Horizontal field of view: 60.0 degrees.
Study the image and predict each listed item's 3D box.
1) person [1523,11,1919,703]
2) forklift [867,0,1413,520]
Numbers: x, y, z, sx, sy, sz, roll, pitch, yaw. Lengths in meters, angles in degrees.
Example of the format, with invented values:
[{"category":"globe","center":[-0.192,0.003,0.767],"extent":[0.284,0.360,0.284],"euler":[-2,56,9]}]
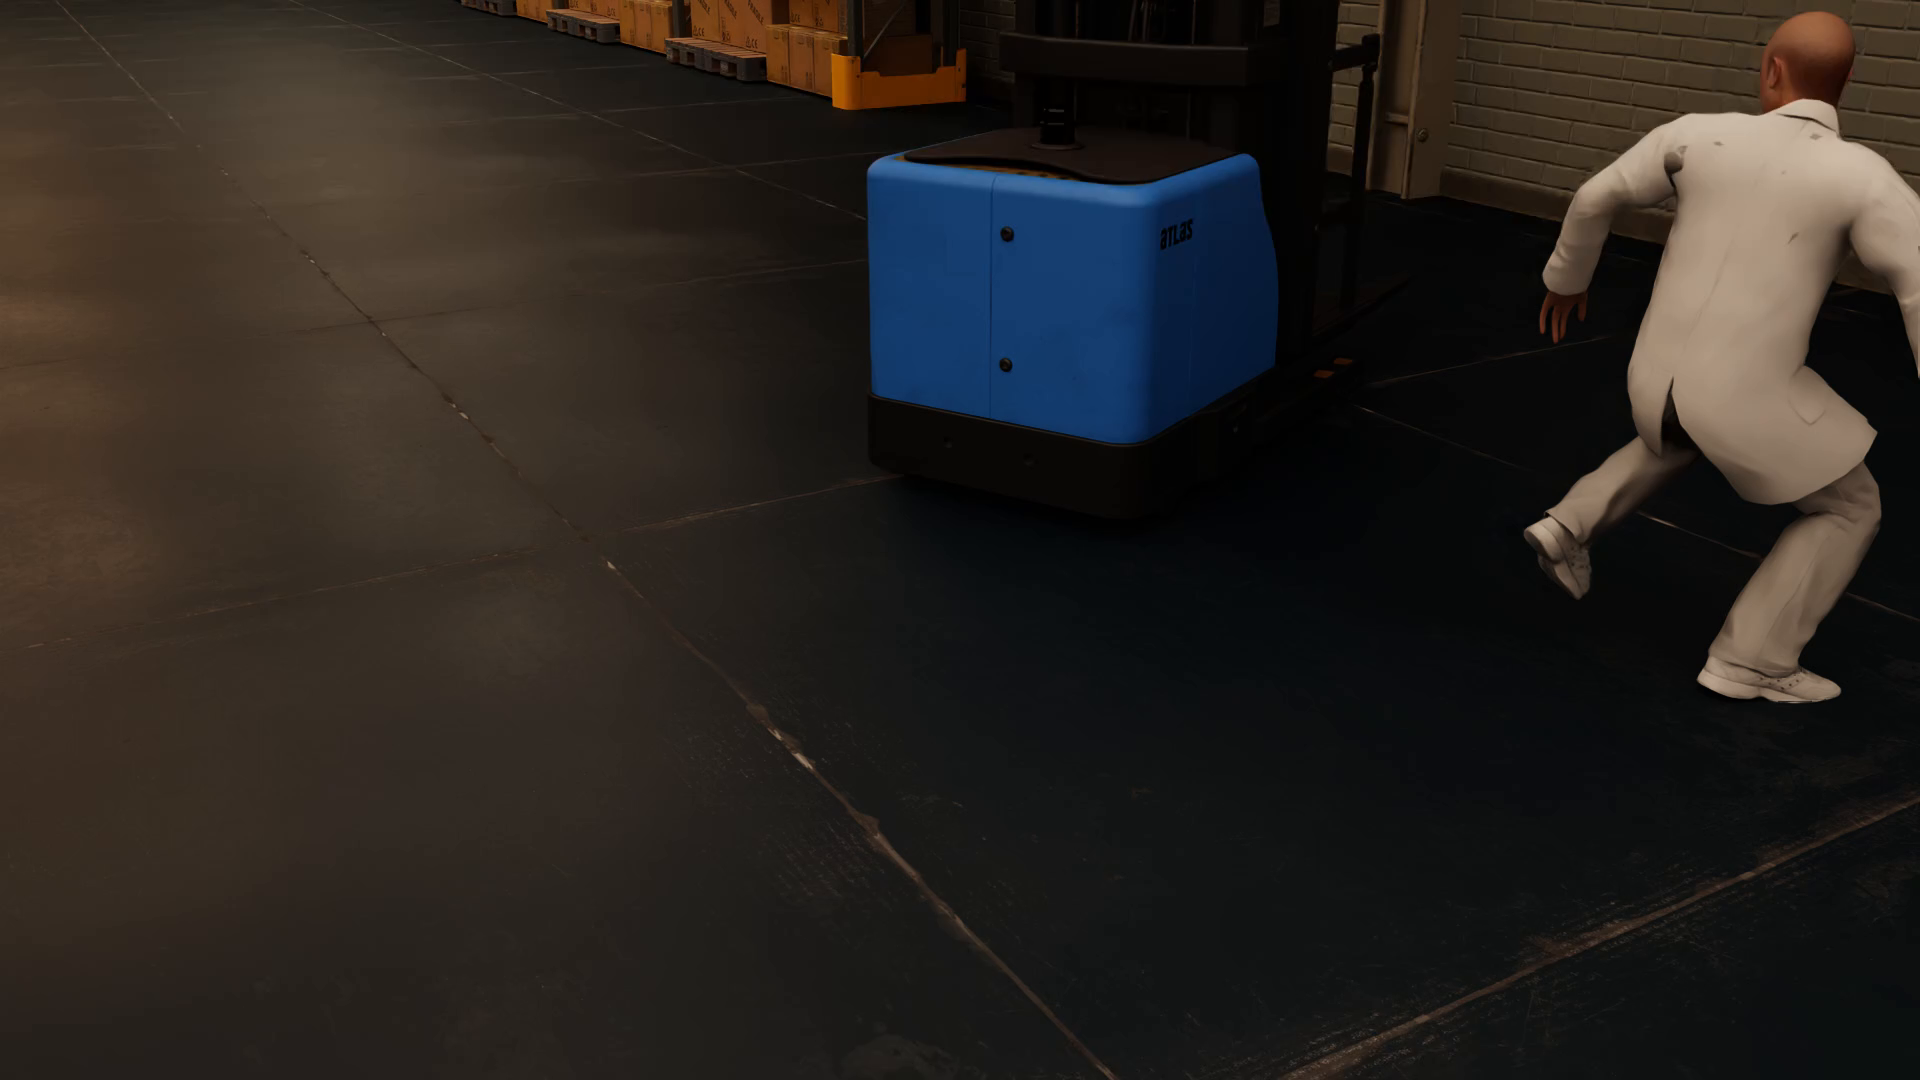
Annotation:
[{"category":"person","center":[1.904,-0.420,4.048],"extent":[0.543,1.662,1.026],"euler":[-12,25,-27]},{"category":"forklift","center":[0.917,-1.925,5.965],"extent":[1.130,2.935,3.031],"euler":[14,26,30]}]
